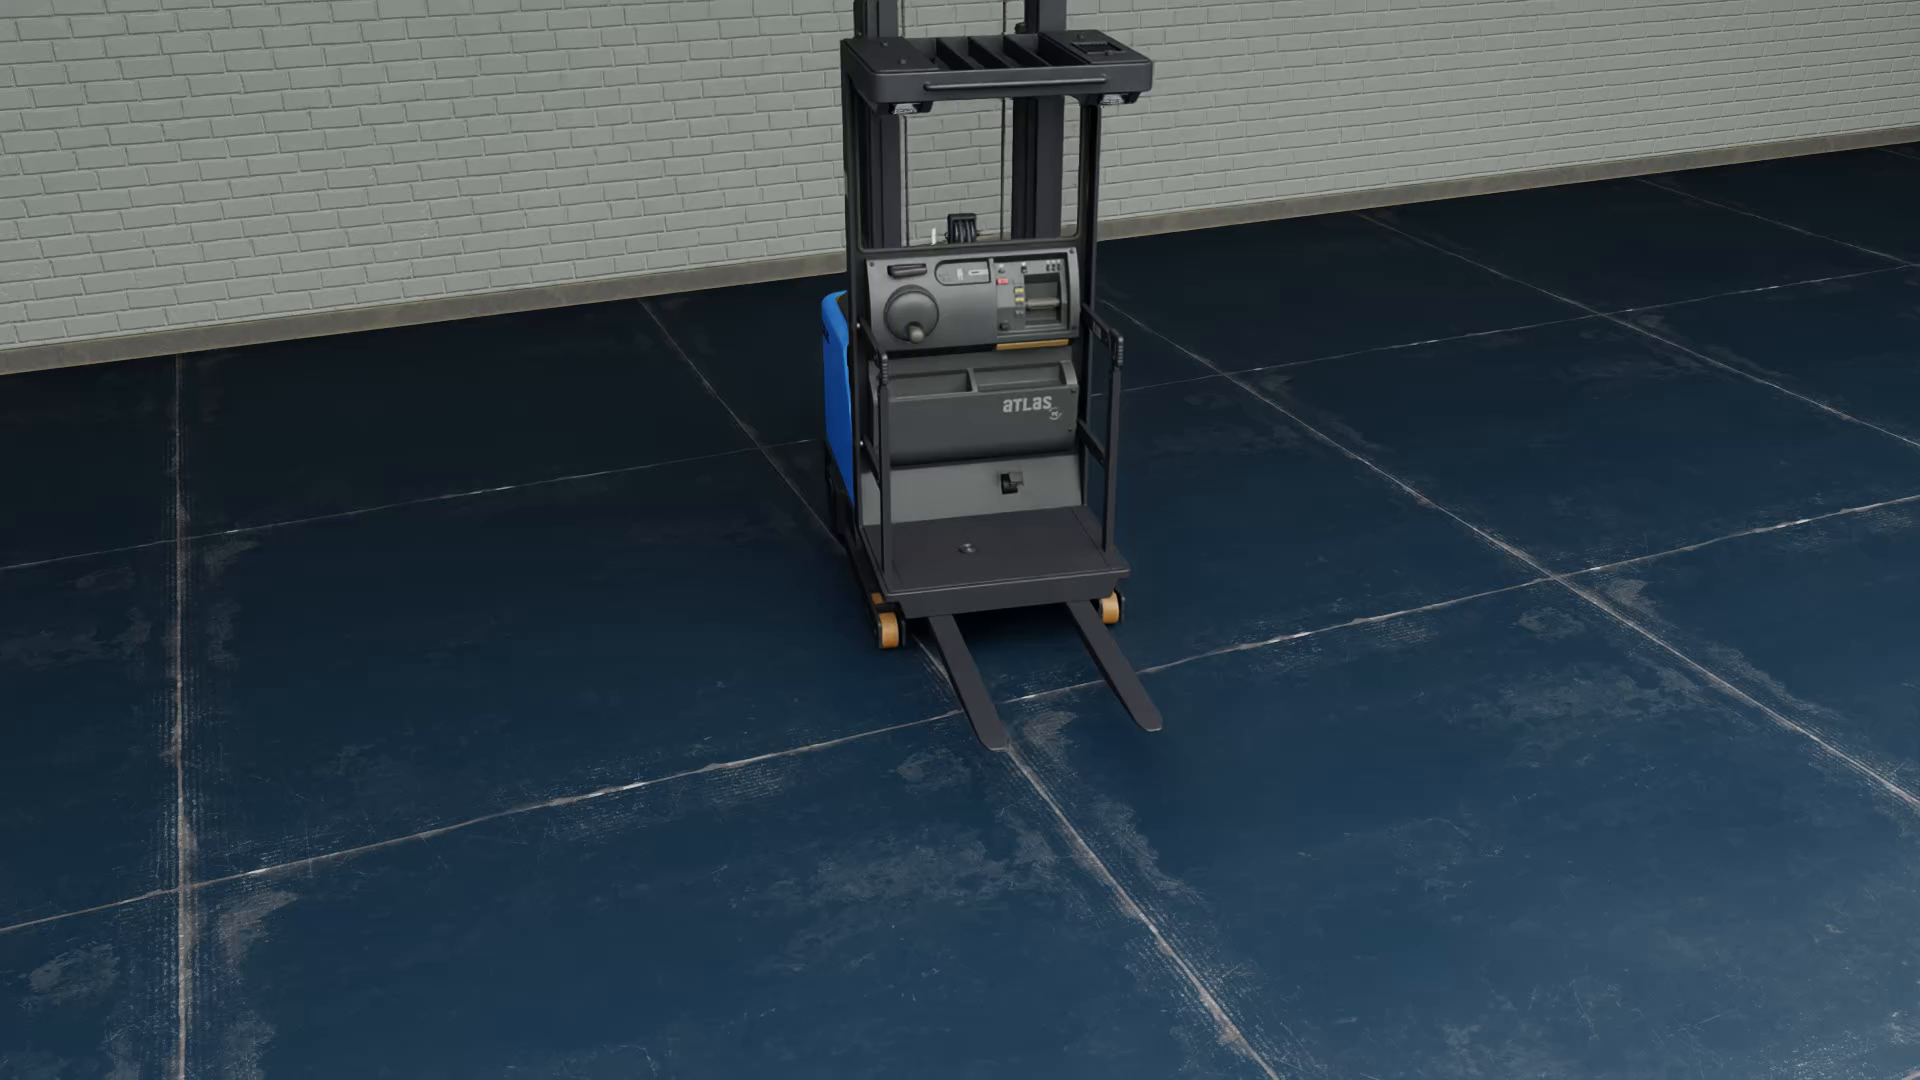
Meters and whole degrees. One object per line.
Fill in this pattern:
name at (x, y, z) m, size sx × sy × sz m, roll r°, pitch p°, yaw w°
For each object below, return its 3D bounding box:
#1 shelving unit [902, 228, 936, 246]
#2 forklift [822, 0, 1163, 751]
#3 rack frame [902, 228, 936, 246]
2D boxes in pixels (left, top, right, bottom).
shelving unit at (-0.190, -1.023, 8.968) m, size 0.258 × 1.200 × 0.503 m, roll -6°, pitch 26°, yaw -12°
forklift at (0.110, -1.019, 6.997) m, size 1.130 × 2.935 × 3.031 m, roll -6°, pitch 27°, yaw -11°
rack frame at (-0.248, -1.124, 9.183) m, size 0.240 × 1.200 × 0.015 m, roll -6°, pitch 26°, yaw -12°
